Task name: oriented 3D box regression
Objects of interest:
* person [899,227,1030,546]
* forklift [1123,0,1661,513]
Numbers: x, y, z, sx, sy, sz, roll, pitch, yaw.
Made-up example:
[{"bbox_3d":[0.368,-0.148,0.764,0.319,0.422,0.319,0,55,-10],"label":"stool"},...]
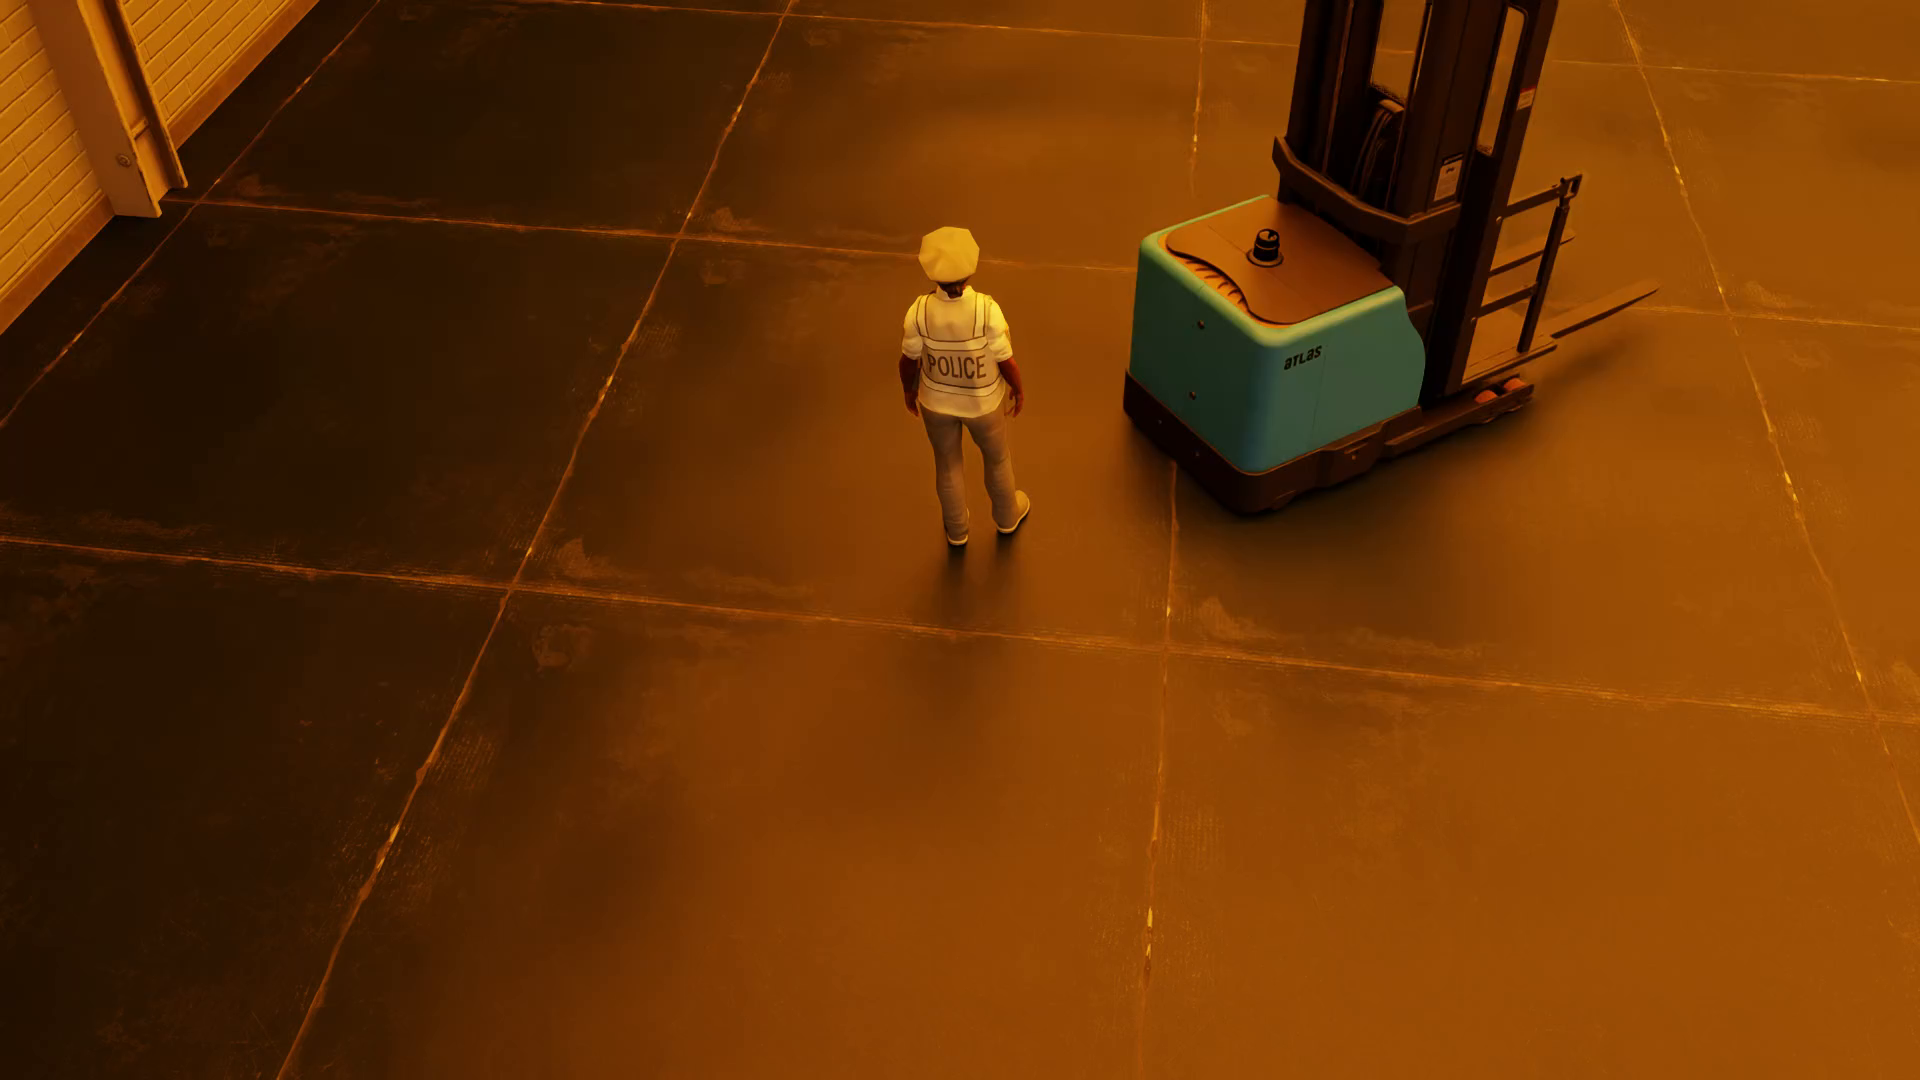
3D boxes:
[{"bbox_3d":[0.030,-0.677,7.366,0.569,1.692,0.530,5,43,6],"label":"person"},{"bbox_3d":[2.361,-1.964,7.862,3.031,2.935,1.130,-22,47,-23],"label":"forklift"}]
